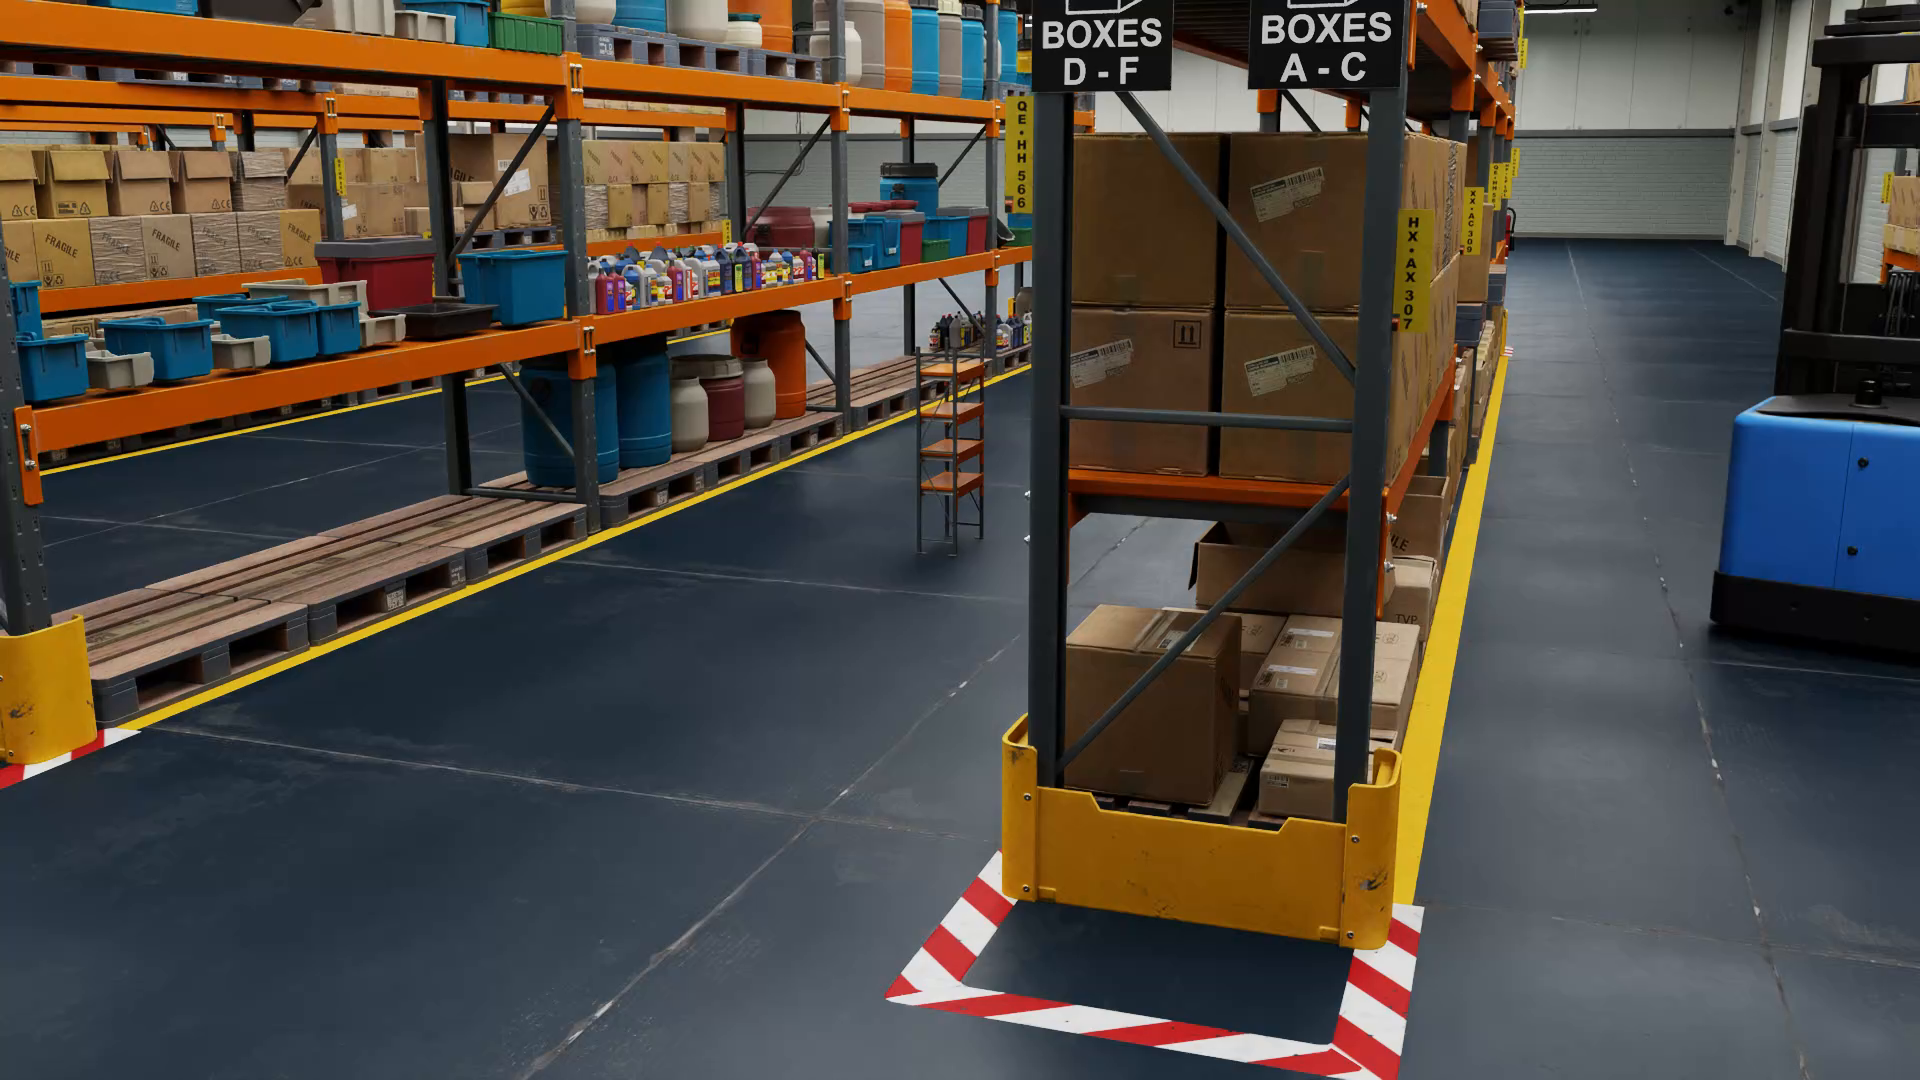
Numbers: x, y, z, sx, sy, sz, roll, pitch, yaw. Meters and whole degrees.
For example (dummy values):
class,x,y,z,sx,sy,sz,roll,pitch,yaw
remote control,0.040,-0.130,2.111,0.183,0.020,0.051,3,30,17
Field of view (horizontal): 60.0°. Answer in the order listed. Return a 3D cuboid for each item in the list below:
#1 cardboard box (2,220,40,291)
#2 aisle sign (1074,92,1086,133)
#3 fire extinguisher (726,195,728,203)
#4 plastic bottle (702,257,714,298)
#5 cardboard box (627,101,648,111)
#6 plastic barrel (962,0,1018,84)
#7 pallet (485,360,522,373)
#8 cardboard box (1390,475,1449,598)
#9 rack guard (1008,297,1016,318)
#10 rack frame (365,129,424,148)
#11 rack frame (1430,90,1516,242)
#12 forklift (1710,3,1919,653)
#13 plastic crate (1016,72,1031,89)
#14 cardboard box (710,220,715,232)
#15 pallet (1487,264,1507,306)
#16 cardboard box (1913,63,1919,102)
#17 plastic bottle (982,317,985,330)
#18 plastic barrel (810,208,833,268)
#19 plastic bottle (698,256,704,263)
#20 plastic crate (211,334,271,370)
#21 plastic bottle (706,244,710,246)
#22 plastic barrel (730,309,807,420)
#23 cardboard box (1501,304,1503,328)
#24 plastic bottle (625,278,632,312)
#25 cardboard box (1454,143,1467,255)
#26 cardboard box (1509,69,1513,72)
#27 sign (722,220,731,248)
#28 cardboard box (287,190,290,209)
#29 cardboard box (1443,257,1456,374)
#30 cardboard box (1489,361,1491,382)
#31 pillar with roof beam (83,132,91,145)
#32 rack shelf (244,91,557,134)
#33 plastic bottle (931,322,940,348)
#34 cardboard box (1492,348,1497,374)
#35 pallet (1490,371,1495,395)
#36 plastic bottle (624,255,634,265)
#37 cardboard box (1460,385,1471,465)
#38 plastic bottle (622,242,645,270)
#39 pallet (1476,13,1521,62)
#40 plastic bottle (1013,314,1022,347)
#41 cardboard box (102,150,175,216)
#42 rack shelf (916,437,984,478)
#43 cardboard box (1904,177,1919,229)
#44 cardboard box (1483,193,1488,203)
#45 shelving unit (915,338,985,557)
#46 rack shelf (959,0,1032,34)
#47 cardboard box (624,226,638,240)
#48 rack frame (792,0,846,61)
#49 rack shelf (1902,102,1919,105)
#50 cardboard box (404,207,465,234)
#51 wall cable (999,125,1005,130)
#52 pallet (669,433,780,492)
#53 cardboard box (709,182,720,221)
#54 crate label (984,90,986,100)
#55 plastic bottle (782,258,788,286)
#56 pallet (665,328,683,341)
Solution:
class,x,y,z,sx,sy,sz,roll,pitch,yaw
cardboard box,-6.996,-2.020,11.874,0.500,0.500,0.500,4,14,19
aisle sign,1.492,-5.324,20.730,0.394,0.787,0.004,4,14,18
fire extinguisher,-3.026,-4.373,22.578,0.296,0.674,0.183,4,14,18
plastic bottle,-1.747,-1.810,11.465,0.097,0.271,0.097,0,13,0
cardboard box,-4.068,-5.258,19.881,0.500,0.250,0.500,4,13,16
plastic barrel,0.317,-5.334,17.805,0.600,0.901,0.708,4,14,18
pallet,-5.044,-2.054,18.511,1.003,0.211,1.213,4,14,18
cardboard box,2.075,-0.034,8.025,0.500,0.500,0.500,4,14,18
rack guard,1.207,-2.825,21.240,1.175,0.500,0.348,4,14,18
rack frame,-8.160,-4.798,24.267,1.000,3.000,0.127,4,14,18
rack frame,5.873,-3.705,19.481,1.000,3.000,0.127,4,14,18
forklift,4.874,-1.173,8.540,1.130,2.935,3.031,9,16,35
plastic crate,0.855,-5.094,18.861,0.392,0.384,0.575,4,14,18
cardboard box,-3.477,-4.169,22.079,0.380,0.149,0.250,4,14,18
pallet,3.132,-1.780,11.475,1.213,0.211,1.003,4,14,18
cardboard box,10.009,-4.707,16.861,0.500,0.500,0.500,5,14,22
plastic bottle,0.272,-2.532,19.640,0.097,0.201,0.097,0,13,0
plastic barrel,-1.270,-2.665,14.671,0.421,0.512,0.421,0,13,0
plastic bottle,-1.820,-1.861,11.690,0.097,0.271,0.097,0,13,0
plastic crate,-3.196,-0.827,7.329,0.250,0.136,0.298,4,14,18
plastic bottle,-1.996,-2.188,13.094,0.061,0.283,0.133,4,14,18
plastic barrel,-1.543,-1.421,13.405,0.600,0.830,0.708,4,14,18
cardboard box,5.508,-2.484,17.680,0.500,0.500,0.500,4,14,18
plastic bottle,-2.110,-1.539,10.438,0.097,0.201,0.097,0,13,0
cardboard box,2.072,-1.590,7.741,0.500,0.500,0.500,4,14,19
cardboard box,5.166,-4.756,16.284,0.500,0.311,0.500,4,13,15
sign,-1.924,-2.496,13.816,0.100,0.325,0.005,4,14,18
cardboard box,-8.903,-4.330,21.880,0.875,0.550,0.550,4,14,18
cardboard box,1.906,-0.995,7.382,0.500,0.500,0.500,5,14,20
cardboard box,4.554,-1.513,15.110,0.500,0.250,0.500,4,13,18
pillar with roof beam,-12.637,-9.286,30.449,9.100,9.000,0.400,4,14,18
rack shelf,-5.440,-4.268,16.821,1.077,0.370,4.000,4,14,18
plastic bottle,-0.263,-2.236,18.158,0.061,0.283,0.133,5,14,21
cardboard box,5.016,-1.803,16.382,0.500,0.250,0.500,4,14,18
pallet,4.876,-1.668,16.822,1.003,0.211,1.213,4,14,18
plastic bottle,-2.361,-1.890,11.817,0.097,0.271,0.097,0,13,0
cardboard box,3.204,-0.803,11.393,0.500,0.500,0.500,5,14,21
plastic bottle,-2.351,-1.961,11.950,0.144,0.351,0.185,4,14,18
pallet,2.601,-2.900,9.635,1.213,0.211,1.003,4,14,18
plastic bottle,0.608,-2.323,18.391,0.144,0.351,0.185,4,13,16
cardboard box,-6.764,-2.841,13.216,0.797,0.503,0.637,5,14,20
rack shelf,-0.054,-0.485,9.717,0.258,0.148,0.480,4,14,18
cardboard box,9.780,-3.361,16.580,0.500,0.500,0.500,4,13,17
cardboard box,3.188,-2.134,11.427,0.700,0.500,0.500,0,13,-1
shelving unit,-0.054,-0.550,9.702,0.258,1.200,0.503,4,14,18
rack shelf,0.540,-6.021,18.659,1.077,0.370,4.000,4,14,18
cardboard box,-4.100,-3.688,19.968,0.380,0.149,0.250,4,14,18
rack frame,-1.401,-5.303,12.999,1.000,3.000,0.127,4,14,18
rack shelf,9.914,-4.040,15.823,1.077,0.370,4.000,4,14,18
cardboard box,-5.328,-3.203,16.673,0.500,0.250,0.500,4,13,17
wall cable,2.237,-16.145,52.860,2.305,6.003,0.169,4,14,18
pallet,-2.013,-0.594,12.115,1.003,0.211,1.213,4,14,18
cardboard box,-3.703,-4.499,22.066,0.875,0.500,0.500,4,14,18
crate label,0.269,-5.082,19.107,0.502,0.251,0.408,4,14,18
plastic bottle,-1.352,-2.033,12.598,0.097,0.201,0.097,0,13,0
pallet,-4.216,-2.619,20.990,1.003,0.211,1.213,4,14,18
